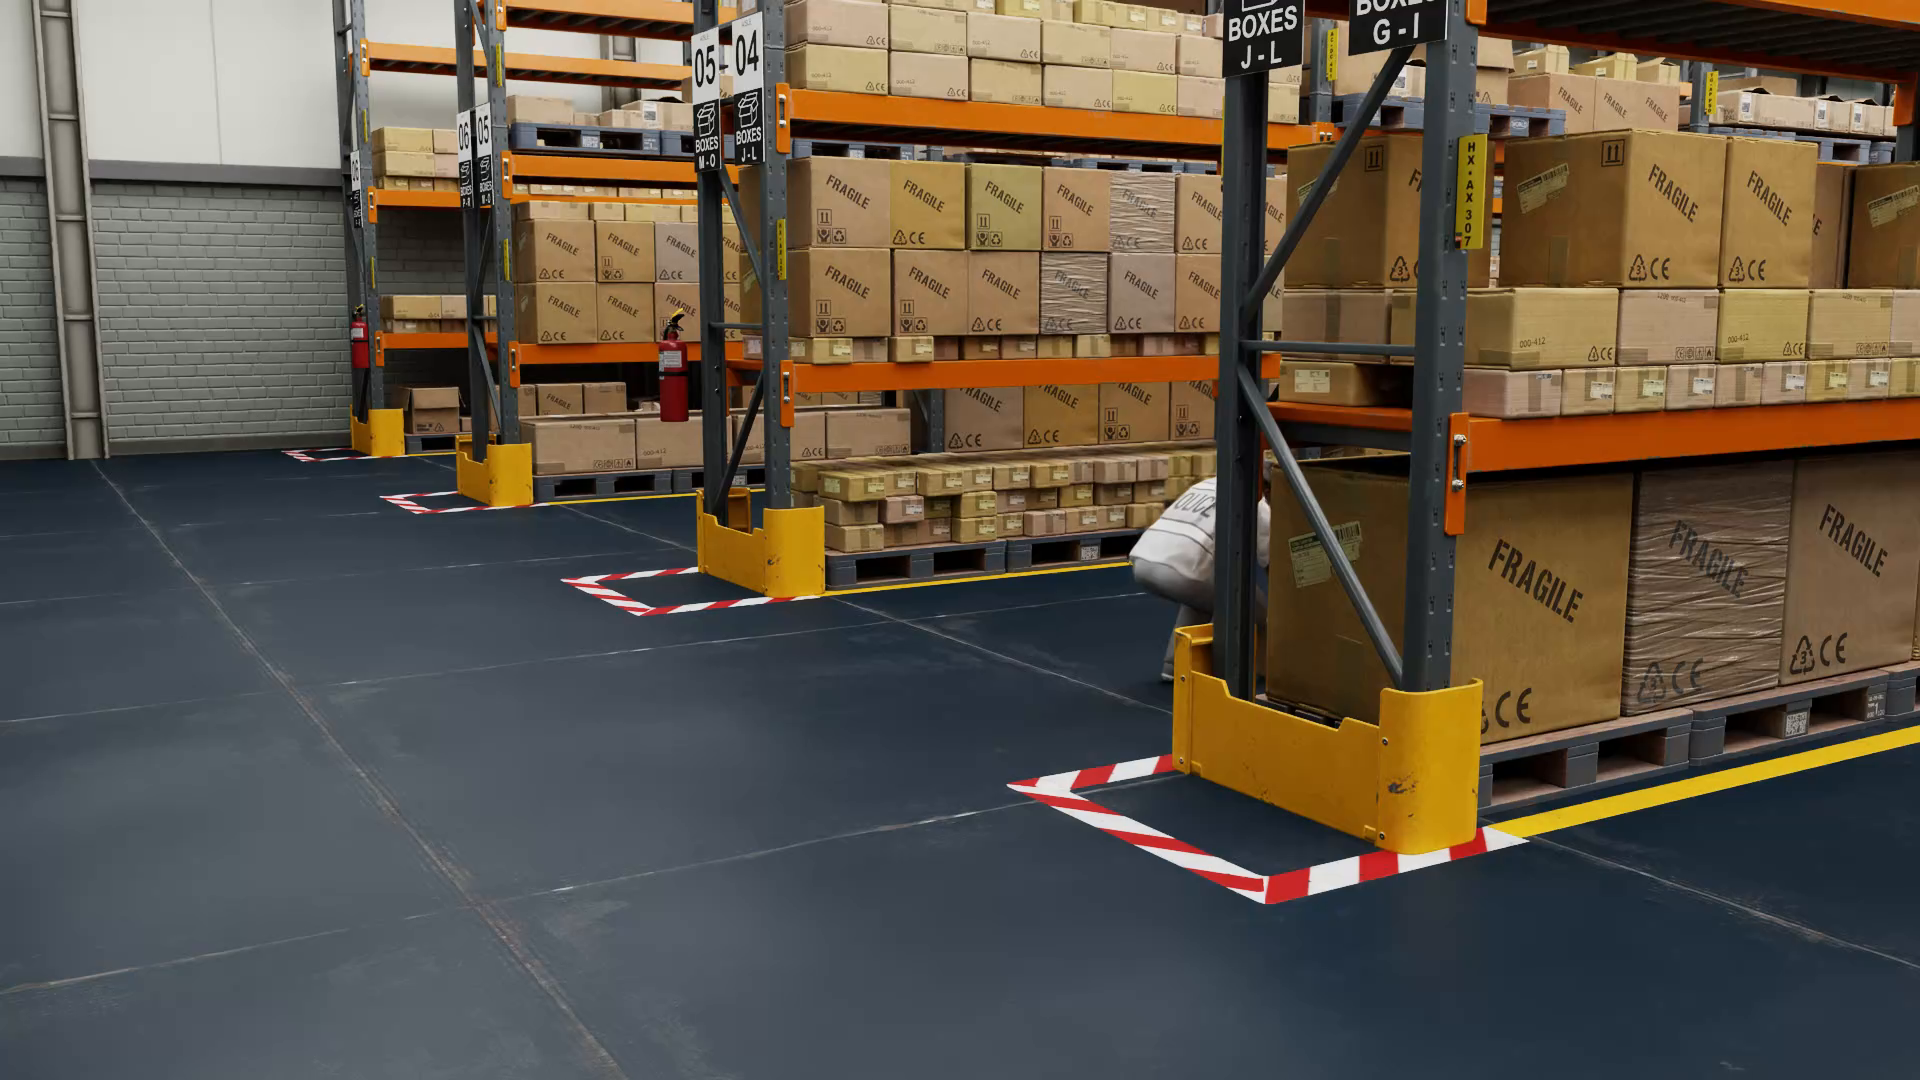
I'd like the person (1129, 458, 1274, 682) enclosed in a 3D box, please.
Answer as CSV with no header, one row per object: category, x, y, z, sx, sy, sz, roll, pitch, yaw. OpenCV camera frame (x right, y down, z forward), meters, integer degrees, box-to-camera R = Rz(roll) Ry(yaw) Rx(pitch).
person,1.123,0.137,7.257,0.854,0.988,0.484,-5,10,-31
